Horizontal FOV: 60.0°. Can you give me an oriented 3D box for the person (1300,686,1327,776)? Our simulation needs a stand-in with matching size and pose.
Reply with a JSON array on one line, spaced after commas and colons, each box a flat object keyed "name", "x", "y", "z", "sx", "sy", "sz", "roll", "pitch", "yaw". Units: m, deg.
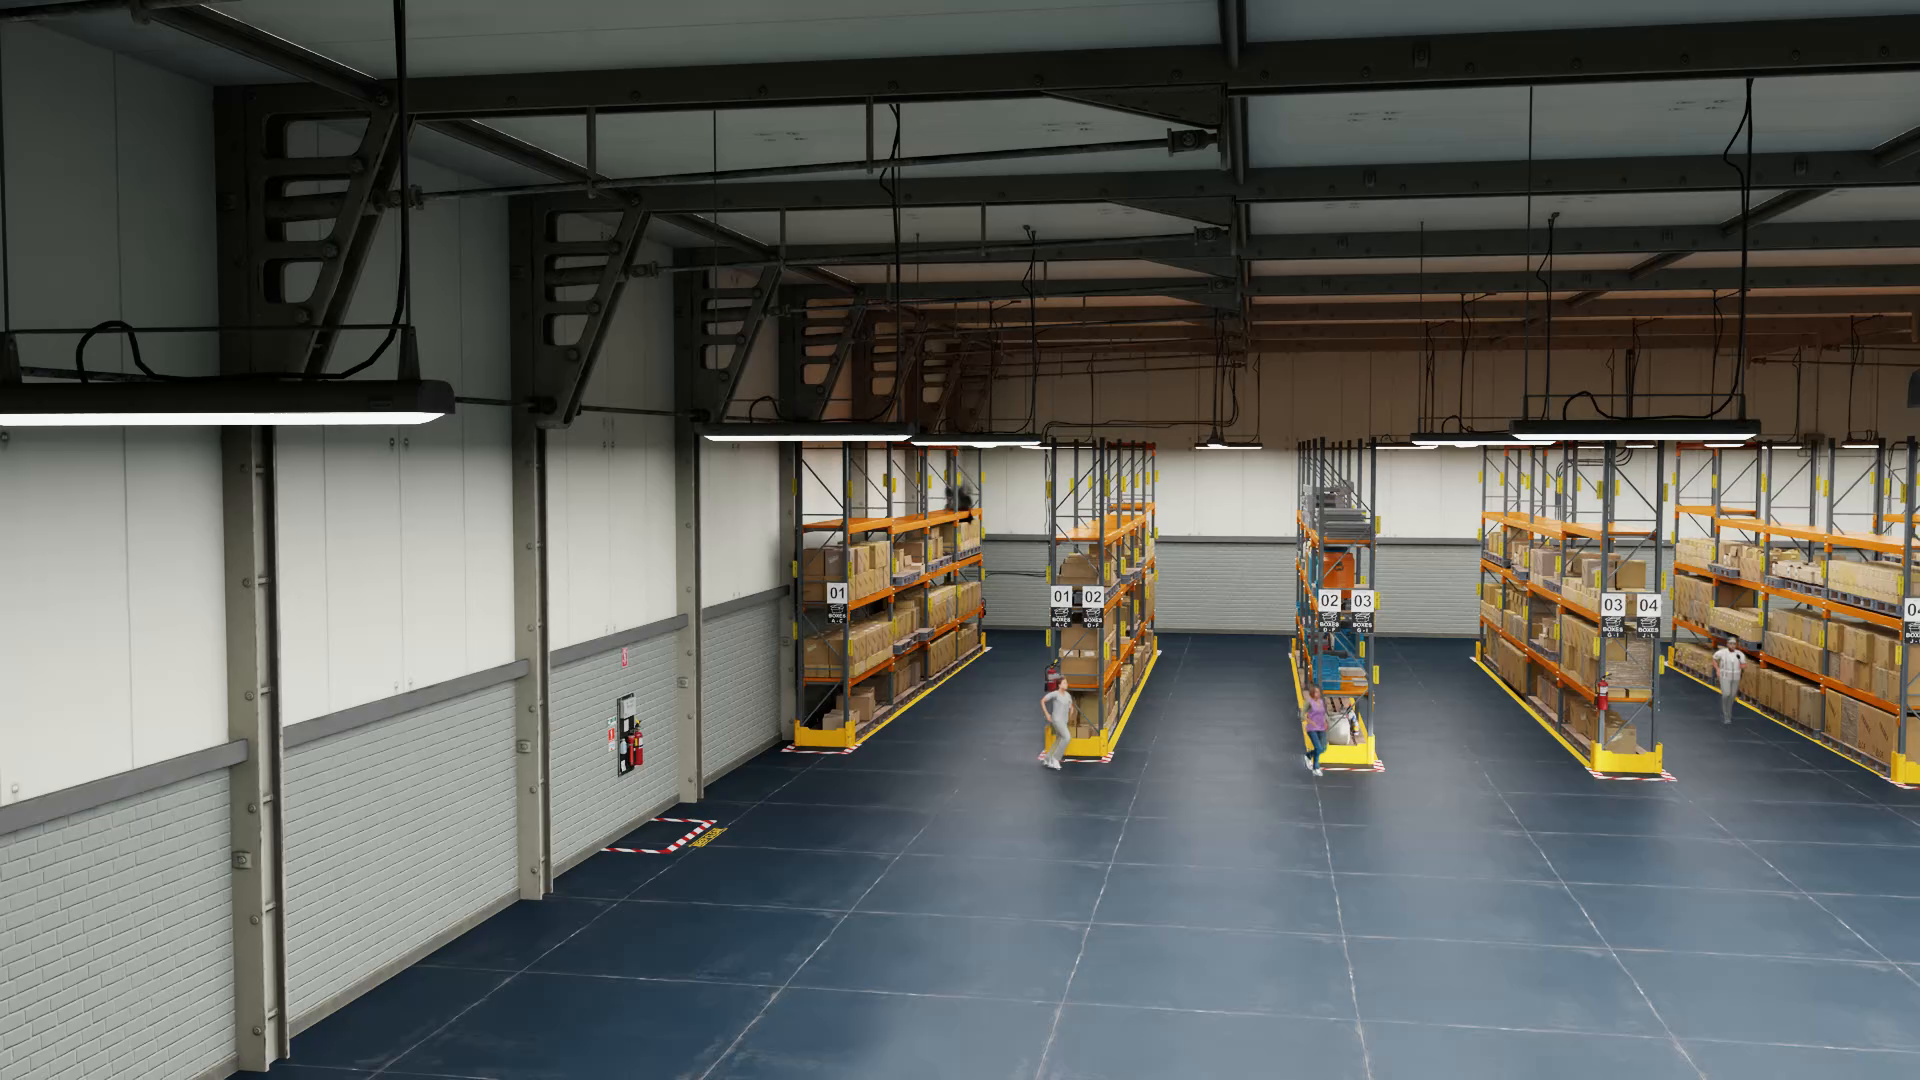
[{"name": "person", "x": 6.303, "y": 3.393, "z": 29.592, "sx": 0.561, "sy": 1.582, "sz": 0.537, "roll": -2, "pitch": 4, "yaw": -32}]

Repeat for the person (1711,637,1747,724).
[{"name": "person", "x": 16.369, "y": 2.969, "z": 35.347, "sx": 0.648, "sy": 1.844, "sz": 0.851, "roll": 0, "pitch": 3, "yaw": 8}]

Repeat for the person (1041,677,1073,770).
[{"name": "person", "x": 1.818, "y": 3.312, "z": 30.112, "sx": 0.624, "sy": 1.641, "sz": 0.569, "roll": 2, "pitch": 4, "yaw": 39}]

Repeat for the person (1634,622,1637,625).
[{"name": "person", "x": 17.829, "y": 2.499, "z": 44.789, "sx": 0.678, "sy": 1.777, "sz": 0.728, "roll": -3, "pitch": 4, "yaw": -43}]
